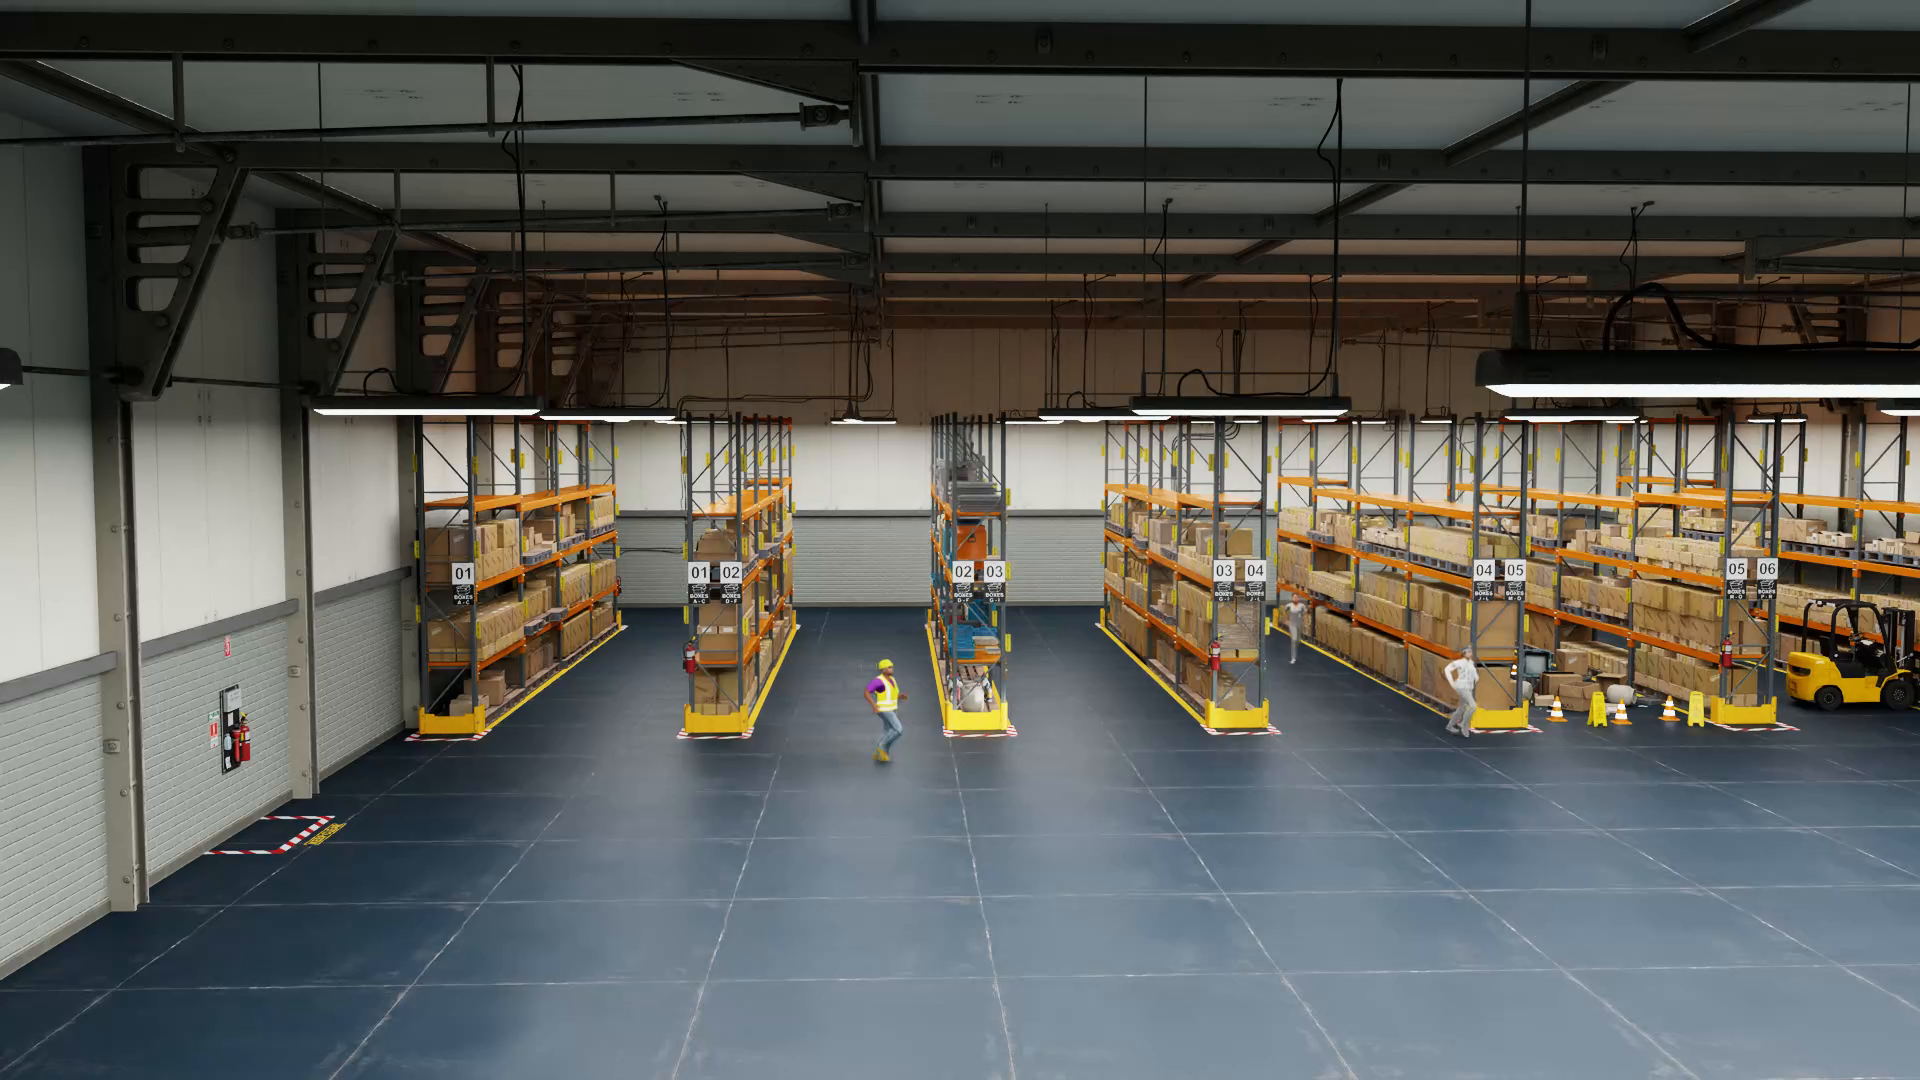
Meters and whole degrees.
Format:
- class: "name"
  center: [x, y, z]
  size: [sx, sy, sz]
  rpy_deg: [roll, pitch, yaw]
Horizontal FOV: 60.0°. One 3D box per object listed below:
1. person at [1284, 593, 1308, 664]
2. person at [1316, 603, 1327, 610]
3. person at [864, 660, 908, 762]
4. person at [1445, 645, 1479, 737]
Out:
- class: "person"
  center: [8.185, 2.126, 40.502]
  size: [0.565, 1.702, 0.840]
  rpy_deg: [0, 4, 1]
- class: "person"
  center: [10.553, 1.617, 48.982]
  size: [0.565, 1.572, 0.703]
  rpy_deg: [3, 5, 41]
- class: "person"
  center: [-1.208, 2.910, 28.369]
  size: [0.665, 1.740, 0.685]
  rpy_deg: [2, 4, 22]
- class: "person"
  center: [9.361, 2.795, 30.862]
  size: [0.628, 1.710, 0.603]
  rpy_deg: [4, 5, 45]
